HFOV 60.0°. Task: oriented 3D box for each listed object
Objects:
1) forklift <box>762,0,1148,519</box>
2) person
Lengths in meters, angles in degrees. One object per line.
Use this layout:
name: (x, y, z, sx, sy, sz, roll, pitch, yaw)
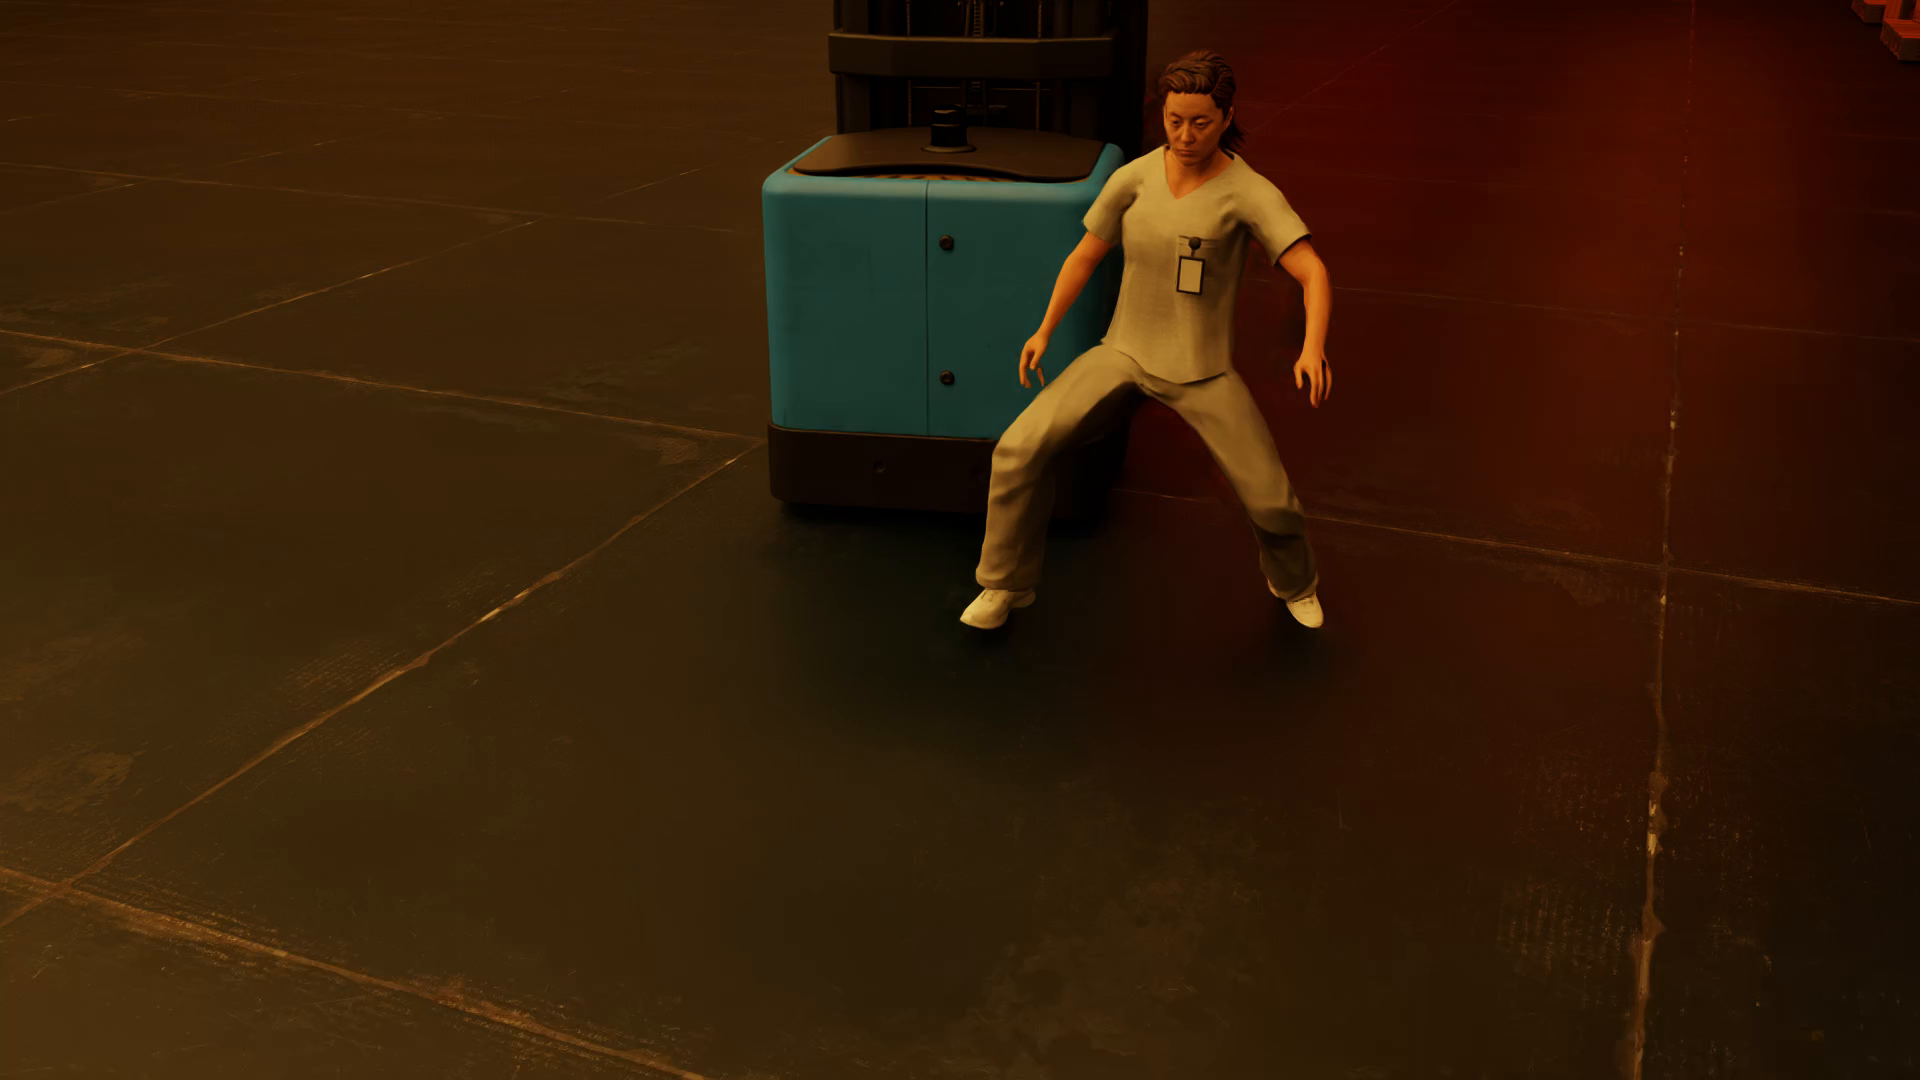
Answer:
forklift: (0.144, -1.951, 5.960, 1.130, 2.935, 3.031, 4, 23, 8)
person: (0.557, -0.452, 4.268, 0.907, 1.548, 0.806, 11, 25, 25)
